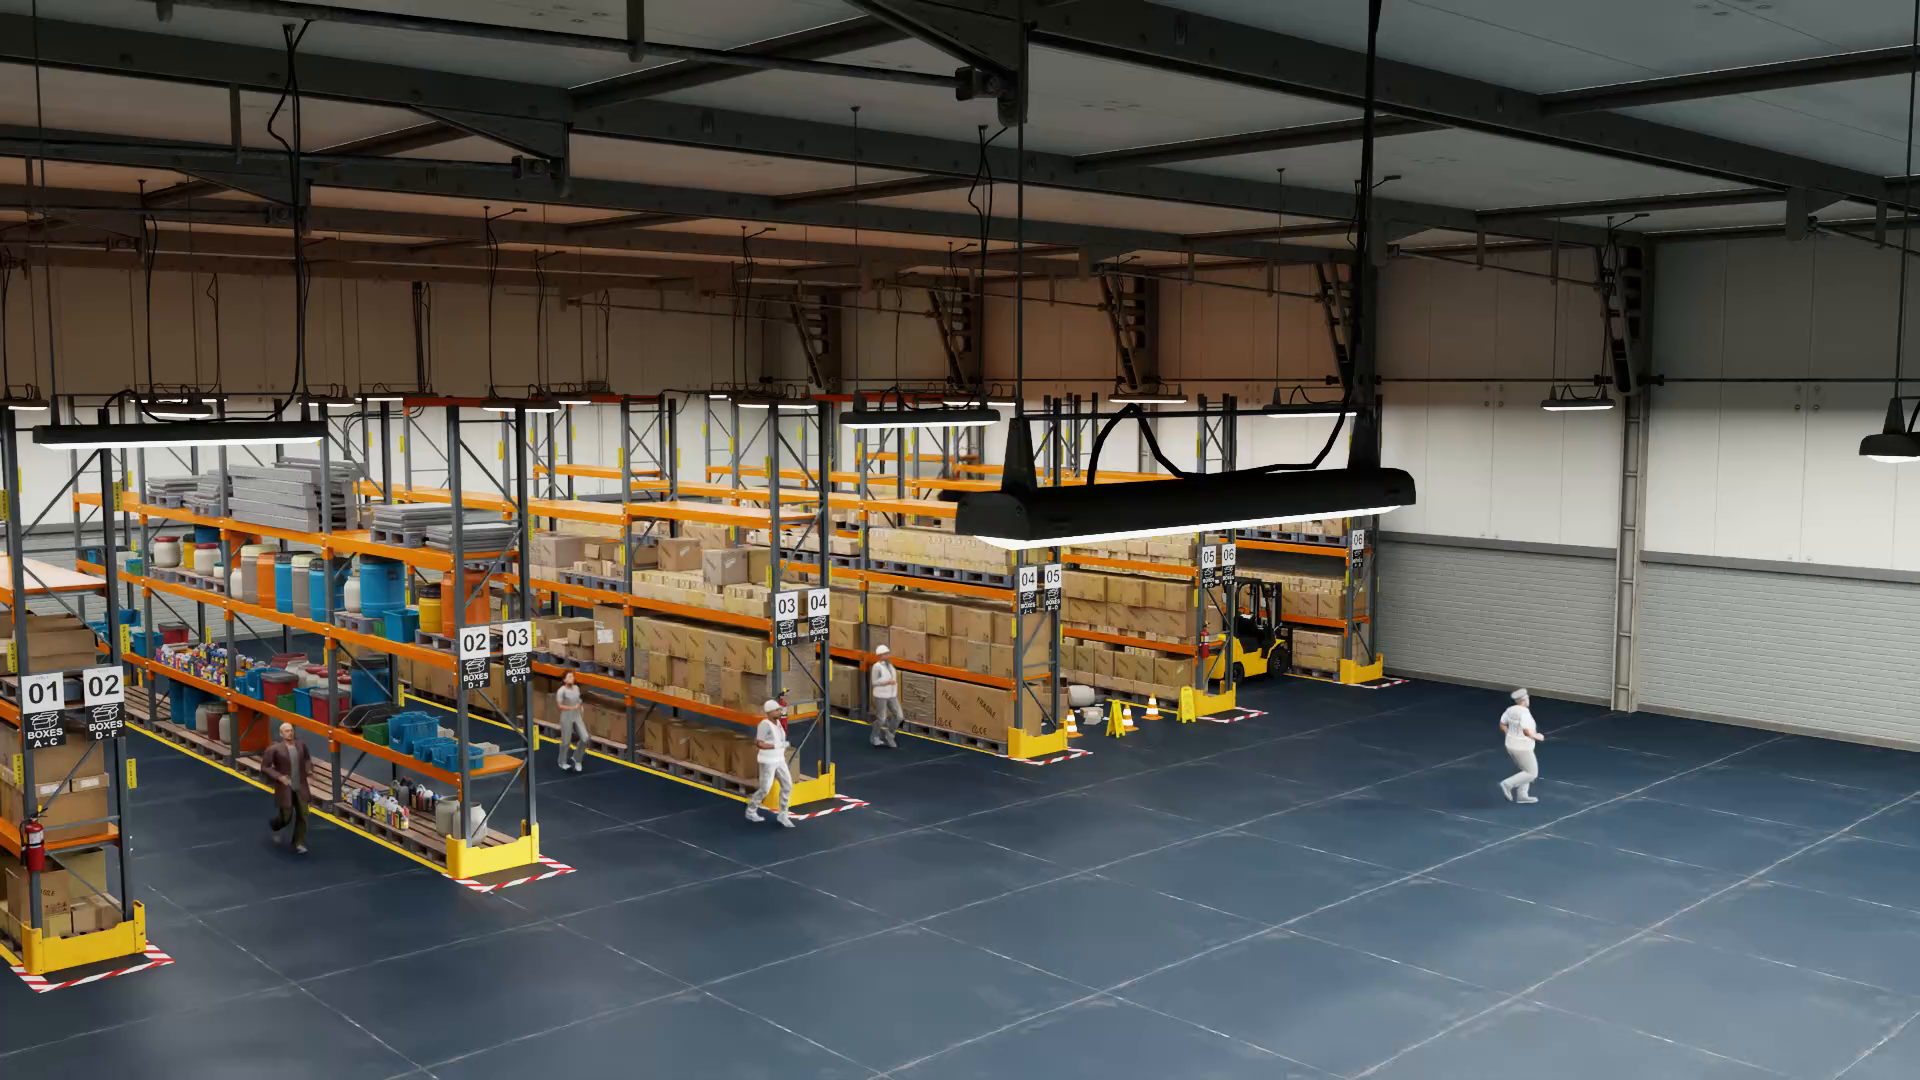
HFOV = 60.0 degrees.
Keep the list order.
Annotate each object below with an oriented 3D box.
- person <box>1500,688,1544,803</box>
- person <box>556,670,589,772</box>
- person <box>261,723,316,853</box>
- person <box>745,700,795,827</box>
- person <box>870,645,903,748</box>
[{"bbox_3d":[8.313,3.070,24.749,0.678,1.739,0.658,-1,6,-13],"label":"person"},{"bbox_3d":[-6.246,2.913,26.760,0.534,1.672,0.687,-5,8,-44],"label":"person"},{"bbox_3d":[-8.998,3.311,22.321,0.759,1.730,0.716,5,7,43],"label":"person"},{"bbox_3d":[-2.690,3.186,23.585,0.712,1.844,0.677,3,6,25],"label":"person"},{"bbox_3d":[-1.247,2.701,28.528,0.701,1.801,0.649,5,8,43],"label":"person"}]
